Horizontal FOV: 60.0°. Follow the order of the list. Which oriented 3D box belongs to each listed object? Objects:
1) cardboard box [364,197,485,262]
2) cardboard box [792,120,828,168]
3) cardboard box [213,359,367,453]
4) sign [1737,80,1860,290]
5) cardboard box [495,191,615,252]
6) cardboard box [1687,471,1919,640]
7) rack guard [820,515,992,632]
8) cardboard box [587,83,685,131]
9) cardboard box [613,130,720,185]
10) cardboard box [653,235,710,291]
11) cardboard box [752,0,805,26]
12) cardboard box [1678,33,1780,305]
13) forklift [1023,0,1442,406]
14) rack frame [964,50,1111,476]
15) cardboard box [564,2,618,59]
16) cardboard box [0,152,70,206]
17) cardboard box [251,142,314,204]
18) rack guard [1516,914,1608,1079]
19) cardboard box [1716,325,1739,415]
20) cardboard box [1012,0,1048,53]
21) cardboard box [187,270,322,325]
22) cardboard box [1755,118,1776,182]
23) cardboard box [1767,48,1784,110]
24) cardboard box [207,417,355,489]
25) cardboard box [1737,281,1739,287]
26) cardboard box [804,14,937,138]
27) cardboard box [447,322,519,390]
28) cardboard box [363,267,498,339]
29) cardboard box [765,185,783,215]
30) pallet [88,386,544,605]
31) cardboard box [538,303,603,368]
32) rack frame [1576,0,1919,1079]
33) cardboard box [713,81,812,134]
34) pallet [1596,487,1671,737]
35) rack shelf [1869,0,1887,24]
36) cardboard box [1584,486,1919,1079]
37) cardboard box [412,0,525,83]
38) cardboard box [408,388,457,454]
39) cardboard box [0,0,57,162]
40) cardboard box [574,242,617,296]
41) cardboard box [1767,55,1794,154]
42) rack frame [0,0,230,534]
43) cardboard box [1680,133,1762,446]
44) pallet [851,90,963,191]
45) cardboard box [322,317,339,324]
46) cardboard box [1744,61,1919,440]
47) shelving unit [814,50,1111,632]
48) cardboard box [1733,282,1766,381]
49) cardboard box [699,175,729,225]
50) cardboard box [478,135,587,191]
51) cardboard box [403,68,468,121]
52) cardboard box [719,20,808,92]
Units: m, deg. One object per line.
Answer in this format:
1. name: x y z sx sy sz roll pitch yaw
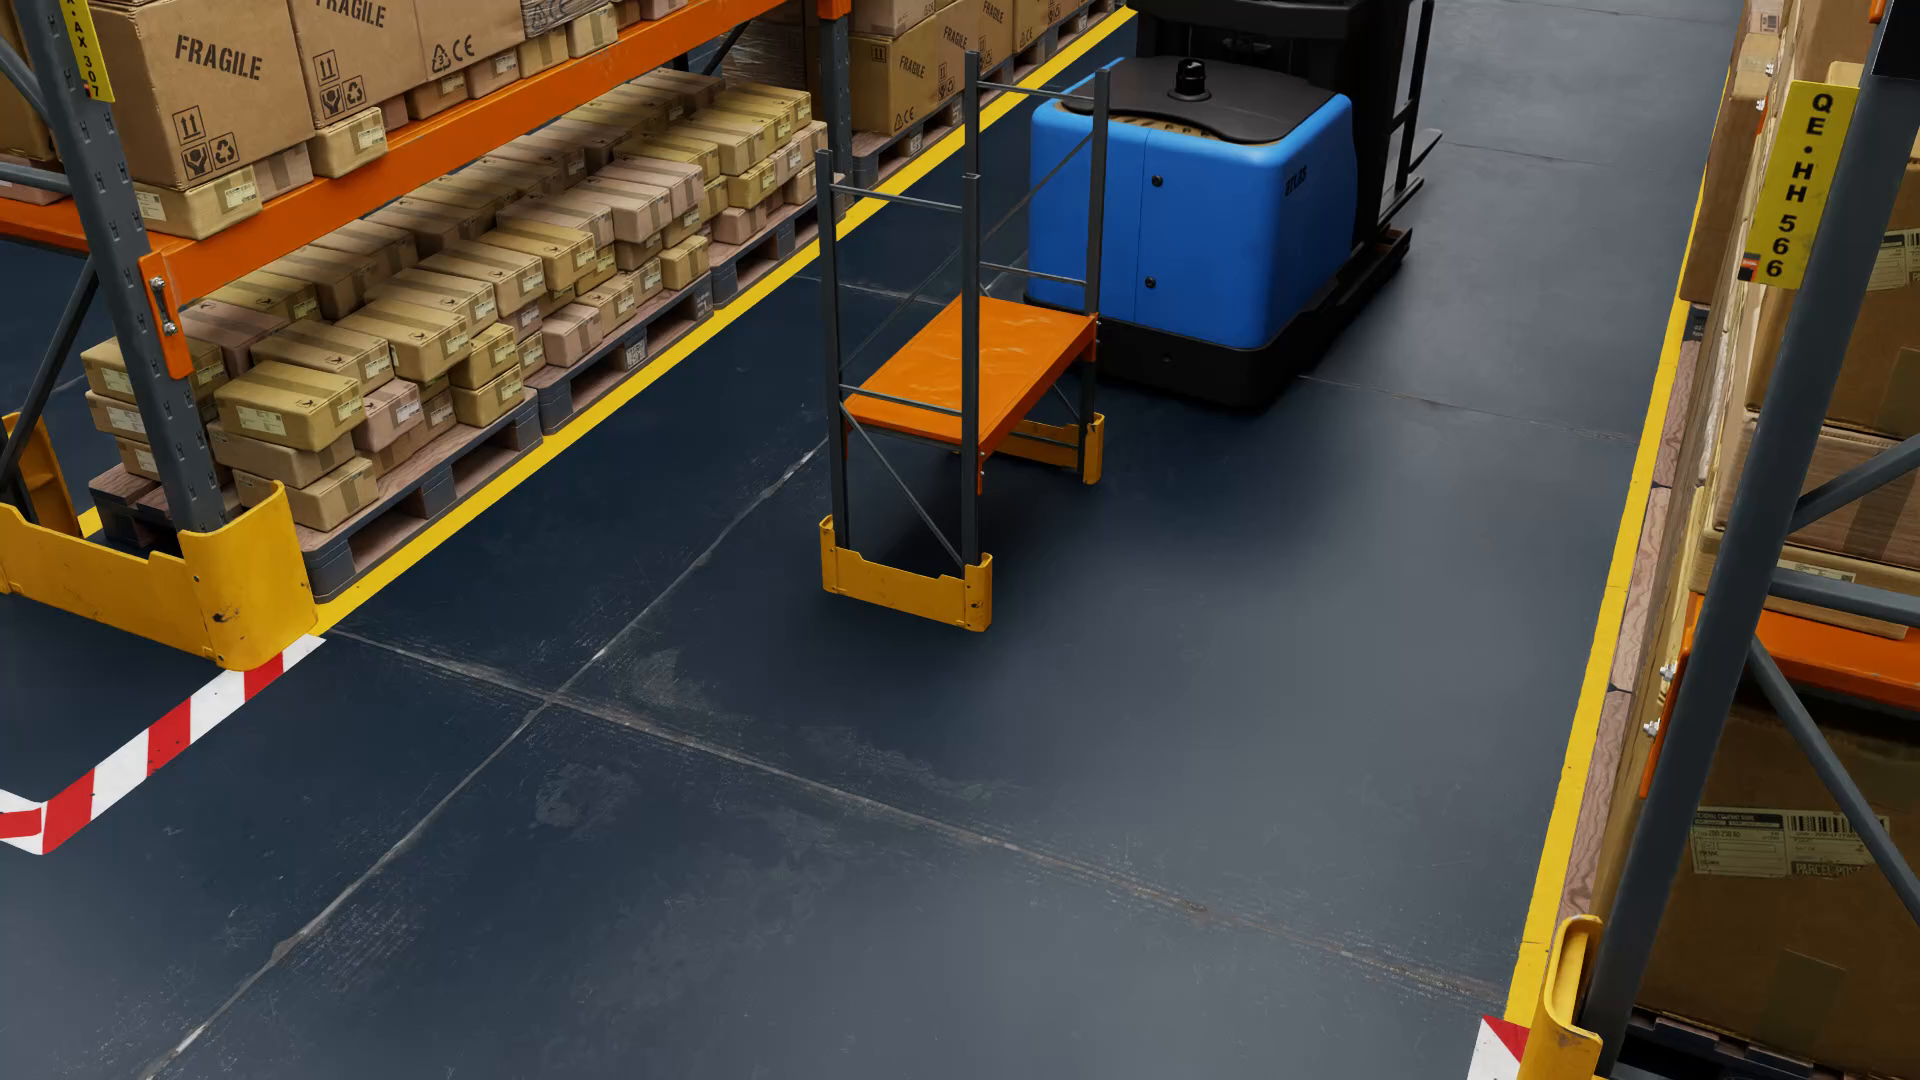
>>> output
1. cardboard box: -2.099 -1.209 6.532 0.380 0.149 0.250 13 35 19
2. cardboard box: -0.849 -1.888 7.839 0.380 0.149 0.250 15 36 21
3. cardboard box: -2.151 -0.433 5.349 0.380 0.149 0.250 13 35 18
4. sign: 1.297 -0.544 2.572 0.100 0.325 0.005 14 36 20
5. cardboard box: -1.600 -1.240 6.580 0.380 0.149 0.250 14 36 21
6. cardboard box: 1.633 0.023 3.209 0.380 0.149 0.250 15 36 21
7. rack guard: -0.176 0.106 5.361 0.587 0.250 0.087 14 36 20
8. cardboard box: -1.507 -1.994 7.730 0.380 0.149 0.250 16 36 23
9. cardboard box: -1.266 -1.632 7.177 0.380 0.149 0.250 15 36 22
10. cardboard box: -1.293 -1.204 7.068 0.380 0.149 0.250 14 36 20
11. cardboard box: -0.924 -2.883 8.623 0.500 0.250 0.500 13 36 19
12. cardboard box: 3.707 -1.432 6.753 1.225 0.875 0.875 14 36 21
13. forklift: 1.430 -2.521 6.921 1.130 2.935 3.031 18 37 25
14. rack frame: 0.248 -0.923 5.790 0.500 1.500 0.032 14 36 20
15. cardboard box: -1.501 -1.914 6.162 0.380 0.149 0.250 15 36 21
16. cardboard box: -2.799 -1.140 4.982 0.380 0.149 0.250 14 36 21
17. cardboard box: -2.177 -1.135 4.974 0.380 0.149 0.250 15 36 22
18. rack guard: 1.774 1.228 3.421 1.175 0.500 0.348 14 36 20
19. cardboard box: 1.953 -0.357 3.787 0.380 0.149 0.250 15 36 21
20. cardboard box: 0.203 -3.220 9.821 0.500 0.500 0.500 13 35 18
21. cardboard box: -2.538 -0.842 5.973 0.380 0.149 0.250 13 36 19
22. cardboard box: 2.596 -1.125 4.959 0.380 0.149 0.250 14 36 20
23. cardboard box: 2.921 -1.515 5.554 0.380 0.149 0.250 13 35 19
24. cardboard box: -2.227 -0.327 5.460 0.380 0.149 0.250 16 36 22
25. cardboard box: 2.273 -0.739 4.370 0.380 0.149 0.250 15 36 21
26. cardboard box: -0.456 -2.447 8.643 0.500 0.500 0.500 16 36 22
27. cardboard box: -1.833 -0.696 6.022 0.380 0.149 0.250 15 36 22
28. cardboard box: -1.895 -0.836 5.964 0.380 0.149 0.250 12 35 18
29. cardboard box: -1.045 -1.610 7.686 0.380 0.149 0.250 15 36 22
30. pallet: -2.275 -0.286 5.993 1.003 0.211 1.213 14 36 20
31. cardboard box: -1.626 -0.818 6.479 0.380 0.149 0.250 12 35 18
32. rack frame: 1.781 0.170 2.755 0.949 2.616 0.053 14 36 20
33. cardboard box: -0.918 -2.005 7.747 0.380 0.149 0.250 15 36 22
34. pallet: 2.559 0.315 5.077 1.003 0.211 1.213 14 36 20
35. rack shelf: 2.620 -1.779 3.648 1.077 0.370 4.000 14 36 20
36. cardboard box: 1.979 0.546 3.736 0.875 0.875 0.875 14 36 20
37. cardboard box: -1.823 -1.858 5.485 0.500 0.500 0.500 15 36 21
38. cardboard box: -2.036 -0.463 5.937 0.380 0.149 0.250 15 36 21
39. cardboard box: -2.725 -1.467 4.889 0.500 0.500 0.500 15 36 21
40. cardboard box: -1.610 -1.127 6.679 0.380 0.149 0.250 16 36 23
41. cardboard box: 2.598 -1.204 4.715 0.500 0.250 0.500 15 36 22
42. rack frame: -2.679 -1.018 4.566 1.000 3.000 0.127 14 36 20
43. cardboard box: 3.108 -0.798 5.787 0.875 0.875 0.875 14 36 20
44. pallet: -0.681 -2.232 8.961 1.003 0.211 1.213 14 36 20
45. cardboard box: -2.296 -0.823 6.216 0.380 0.149 0.250 14 36 20
46. cardboard box: 1.749 -0.508 2.970 0.500 0.500 0.500 15 36 21
47. shelving unit: 0.032 -0.665 5.397 0.587 1.500 1.083 14 36 20
48. cardboard box: 1.958 -0.446 3.560 0.500 0.250 0.500 14 36 20
49. cardboard box: -1.241 -1.510 7.263 0.380 0.149 0.250 15 36 21
50. cardboard box: -1.837 -1.614 7.150 0.380 0.149 0.250 15 36 21
51. cardboard box: -1.896 -1.547 5.602 0.380 0.149 0.250 14 36 20
52. cardboard box: -0.925 -2.566 8.825 0.500 0.500 0.500 13 36 20
